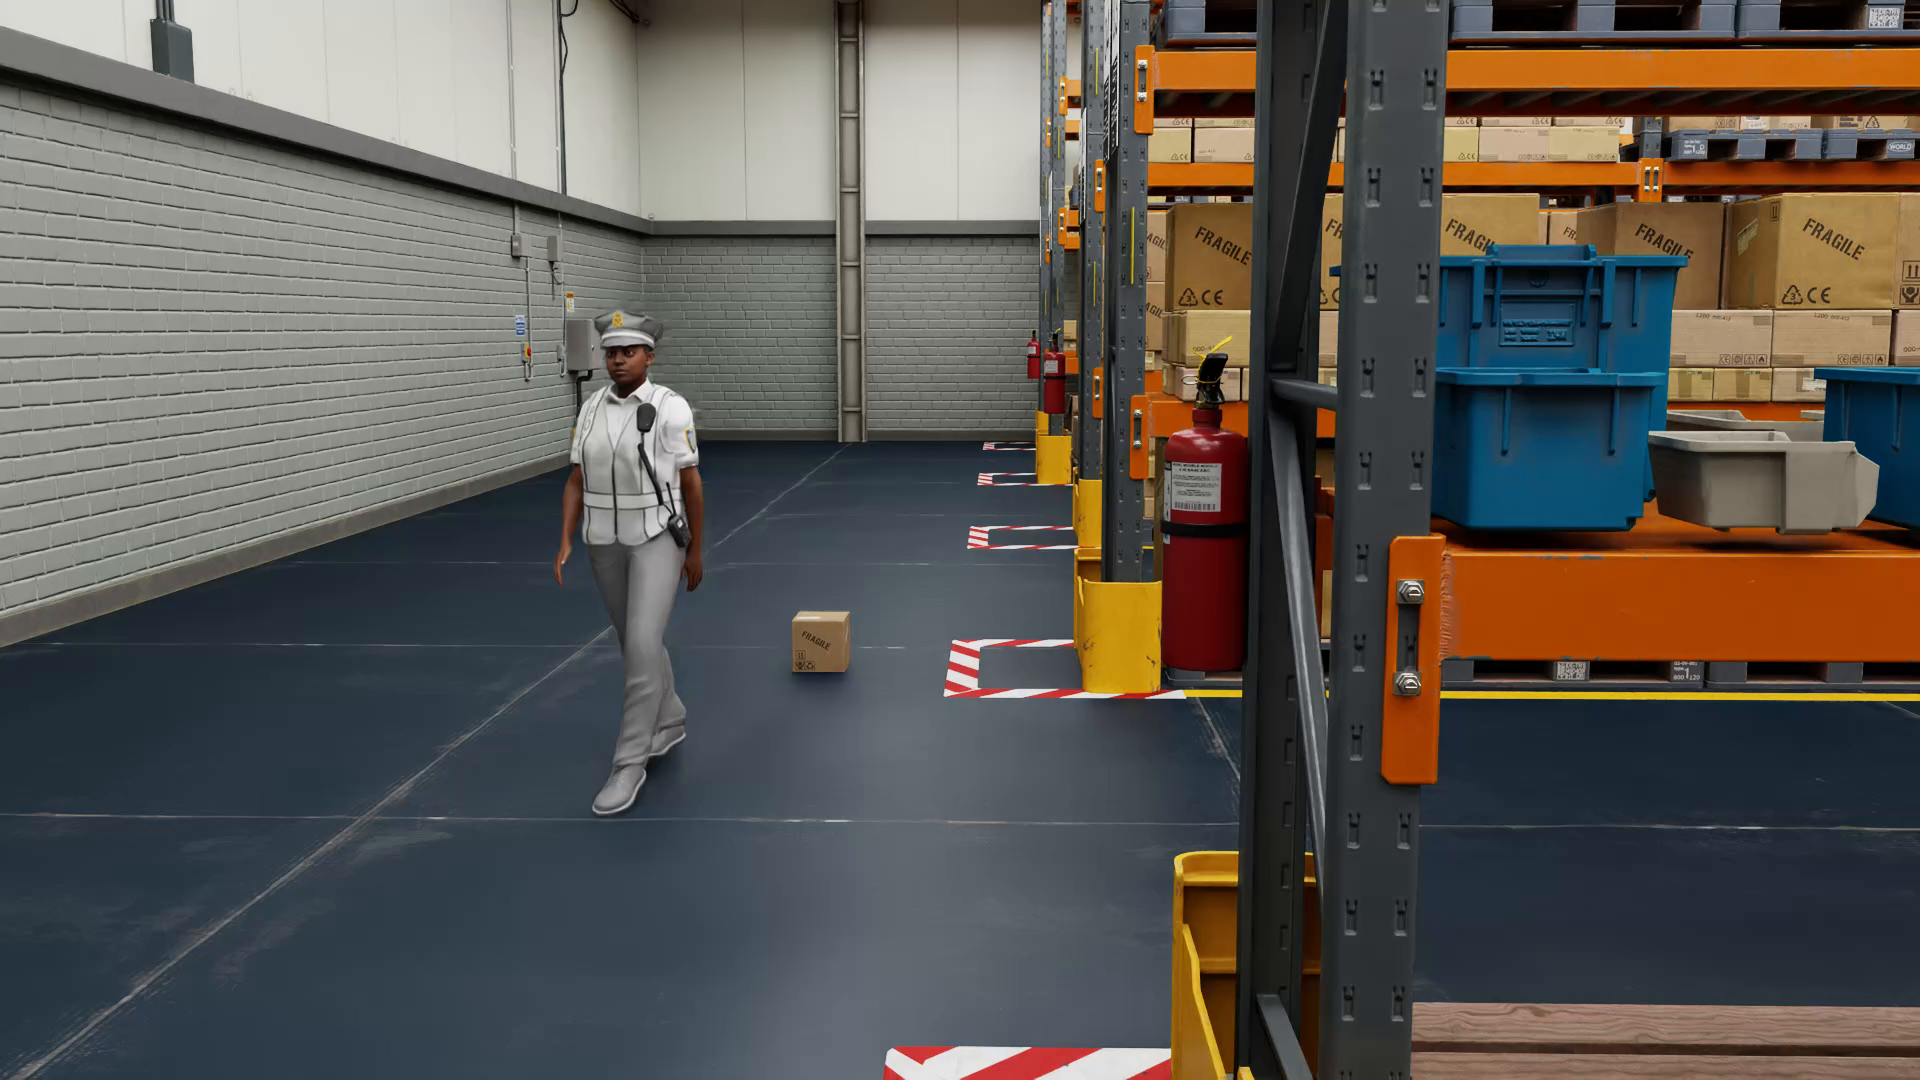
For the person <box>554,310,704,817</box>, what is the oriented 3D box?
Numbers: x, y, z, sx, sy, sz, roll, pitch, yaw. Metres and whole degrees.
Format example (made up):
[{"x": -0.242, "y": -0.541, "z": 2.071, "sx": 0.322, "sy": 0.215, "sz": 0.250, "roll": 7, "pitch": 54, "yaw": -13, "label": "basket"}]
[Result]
[{"x": -1.188, "y": 0.035, "z": 5.885, "sx": 0.460, "sy": 1.683, "sz": 0.858, "roll": 2, "pitch": 8, "yaw": 18, "label": "person"}]
